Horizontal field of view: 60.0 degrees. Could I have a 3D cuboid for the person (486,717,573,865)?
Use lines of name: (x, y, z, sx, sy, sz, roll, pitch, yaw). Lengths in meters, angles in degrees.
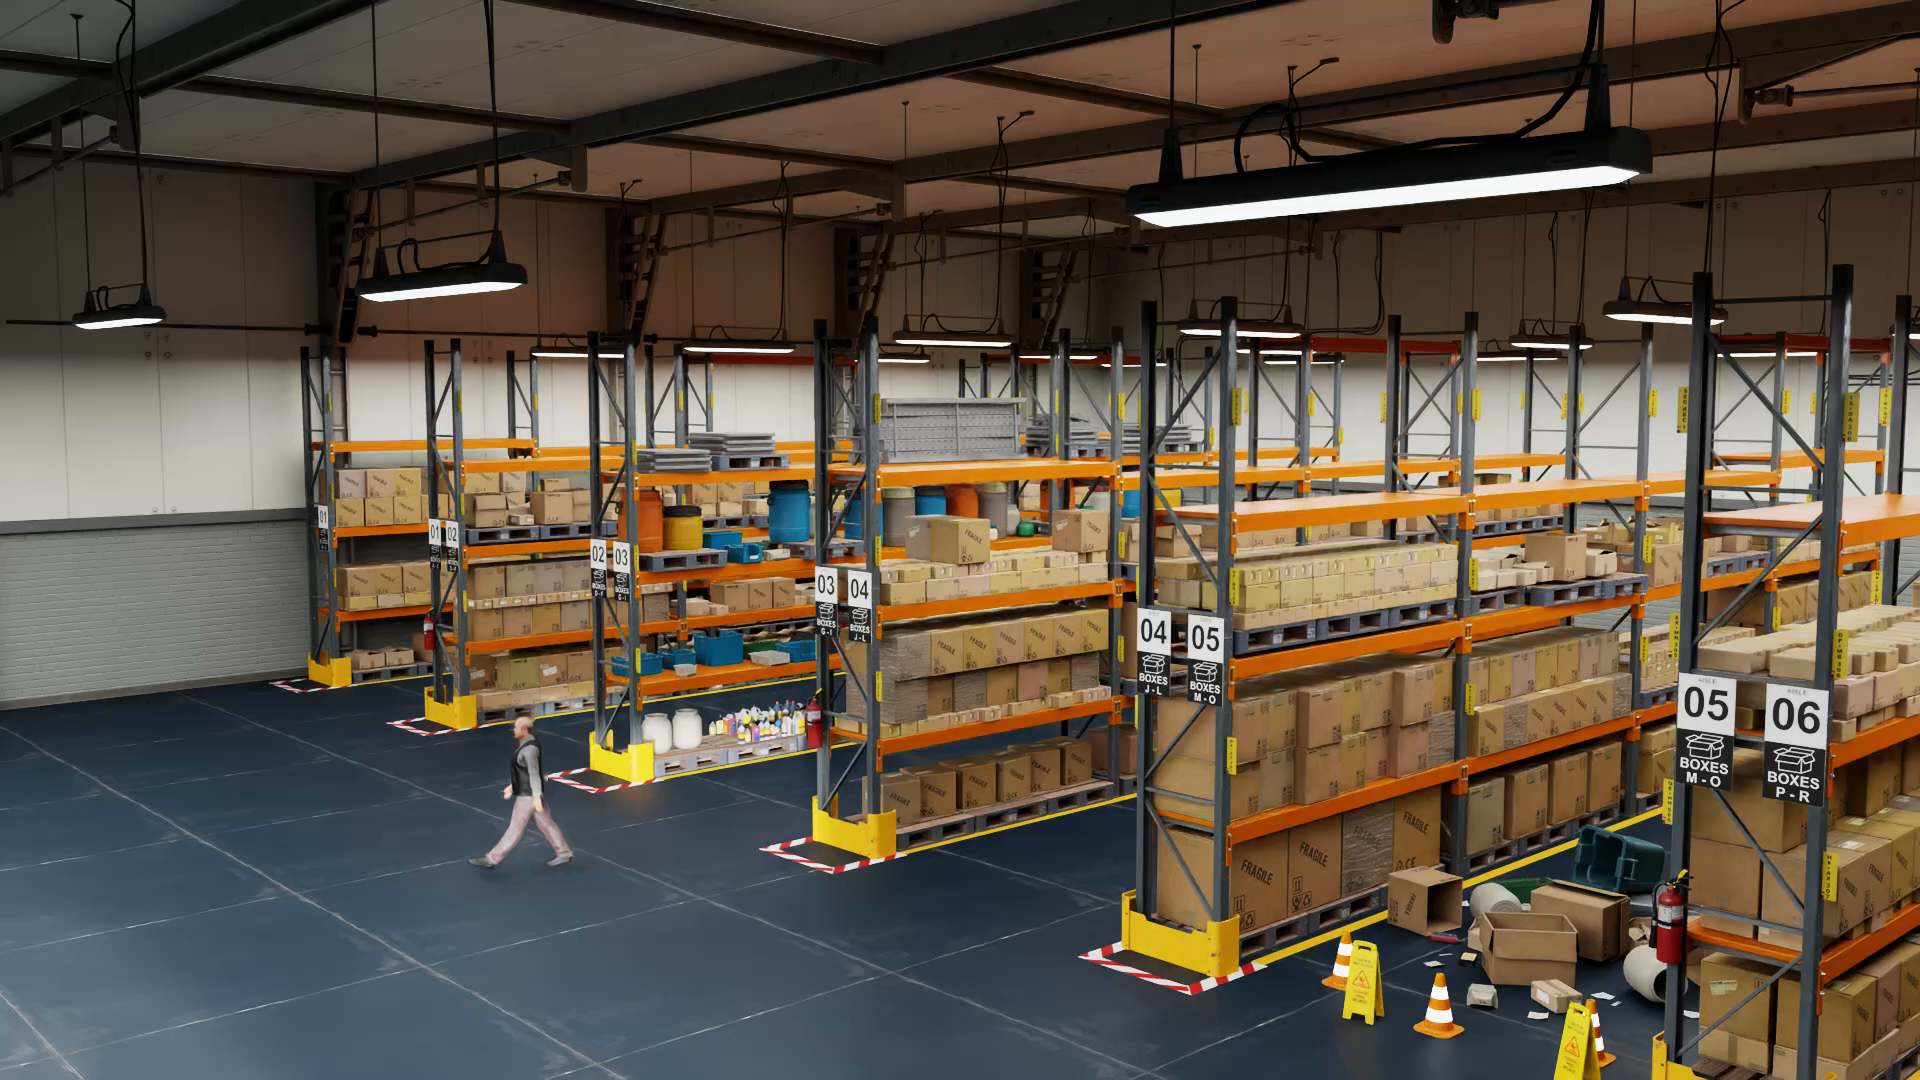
person: (-4.668, 2.693, 17.996, 0.895, 1.585, 0.562, -1, 5, -7)
